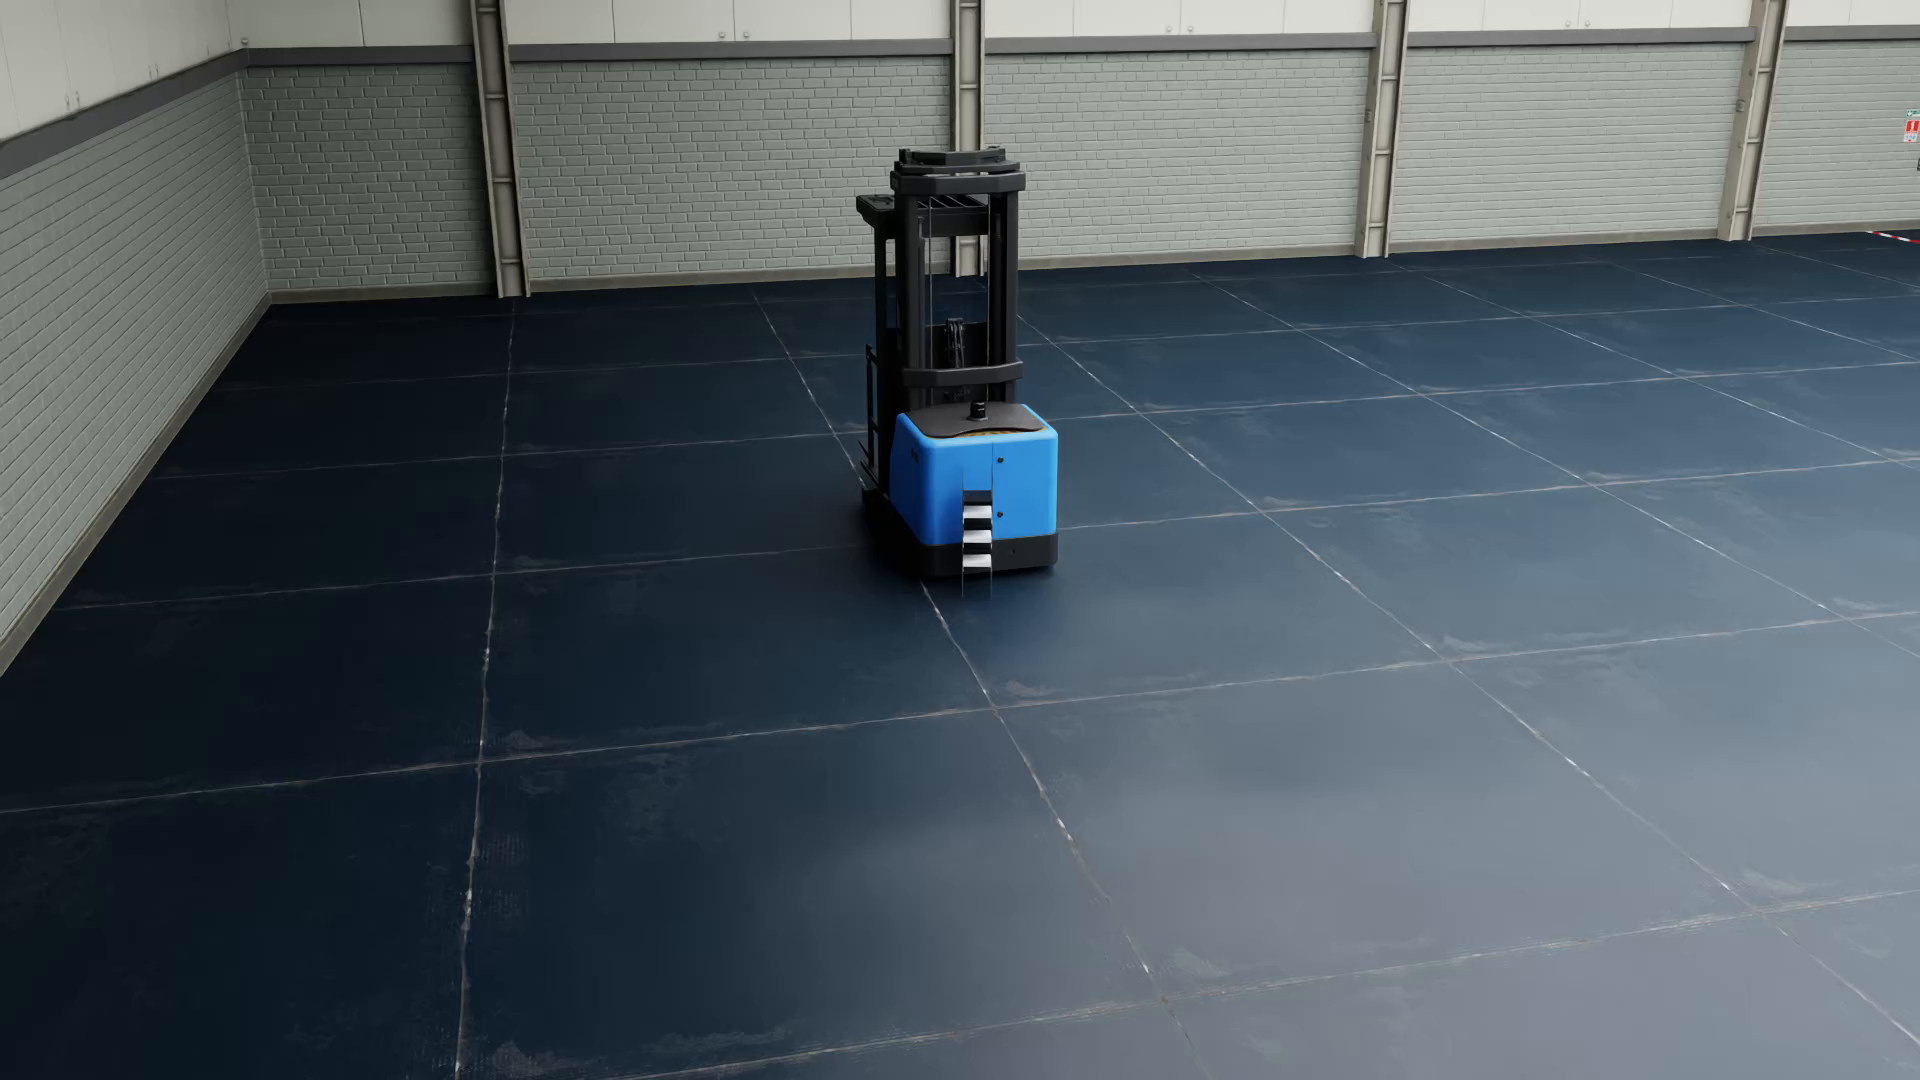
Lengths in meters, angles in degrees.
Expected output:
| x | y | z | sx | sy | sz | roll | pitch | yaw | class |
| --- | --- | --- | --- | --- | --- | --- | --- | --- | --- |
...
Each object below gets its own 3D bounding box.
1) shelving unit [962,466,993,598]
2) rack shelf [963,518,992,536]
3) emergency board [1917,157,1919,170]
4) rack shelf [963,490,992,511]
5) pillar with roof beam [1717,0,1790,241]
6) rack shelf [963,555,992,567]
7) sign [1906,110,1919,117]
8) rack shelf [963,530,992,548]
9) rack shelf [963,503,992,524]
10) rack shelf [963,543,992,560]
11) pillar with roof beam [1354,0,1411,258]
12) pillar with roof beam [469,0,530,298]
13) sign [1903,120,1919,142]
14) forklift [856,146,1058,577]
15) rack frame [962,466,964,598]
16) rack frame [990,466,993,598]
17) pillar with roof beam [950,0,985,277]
| x | y | z | sx | sy | sz | roll | pitch | yaw | class |
| --- | --- | --- | --- | --- | --- | --- | --- | --- | --- |
| 0.120 | -0.055 | 11.654 | 0.210 | 0.900 | 0.258 | 0 | 20 | 0 | shelving unit |
| 0.120 | -0.108 | 11.635 | 0.200 | 0.077 | 0.258 | 0 | 20 | 0 | rack shelf |
| 15.186 | -6.289 | 25.621 | 0.626 | 1.169 | 0.157 | -5 | 21 | -12 | emergency board |
| 0.121 | -0.277 | 11.573 | 0.200 | 0.077 | 0.258 | 0 | 20 | 0 | rack shelf |
| 12.764 | -7.367 | 19.843 | 0.400 | 9.000 | 9.100 | -5 | 21 | -12 | pillar with roof beam |
| 0.119 | 0.145 | 11.728 | 0.200 | 0.077 | 0.258 | 0 | 20 | 0 | rack shelf |
| 14.644 | -6.537 | 25.476 | 0.331 | 0.109 | 0.001 | -5 | 21 | -12 | sign |
| 0.120 | -0.024 | 11.666 | 0.200 | 0.077 | 0.258 | 0 | 20 | 0 | rack shelf |
| 0.121 | -0.193 | 11.604 | 0.200 | 0.077 | 0.258 | 0 | 20 | 0 | rack shelf |
| 0.119 | 0.061 | 11.697 | 0.200 | 0.077 | 0.258 | 0 | 20 | 0 | rack shelf |
| 6.925 | -6.892 | 18.547 | 0.400 | 9.000 | 9.100 | -5 | 21 | -12 | pillar with roof beam |
| -4.753 | -5.942 | 15.954 | 0.400 | 9.000 | 9.100 | -5 | 21 | -12 | pillar with roof beam |
| 14.637 | -6.291 | 25.575 | 0.234 | 0.329 | 0.001 | -5 | 21 | -12 | sign |
| -0.166 | -1.585 | 12.881 | 1.130 | 2.935 | 3.031 | -5 | 21 | -14 | forklift |
| 0.018 | -0.055 | 11.653 | 0.006 | 0.900 | 0.240 | 0 | 20 | 0 | rack frame |
| 0.222 | -0.055 | 11.655 | 0.006 | 0.900 | 0.240 | 0 | 20 | 0 | rack frame |
| 1.086 | -6.417 | 17.250 | 0.400 | 9.000 | 9.100 | -5 | 21 | -12 | pillar with roof beam |
